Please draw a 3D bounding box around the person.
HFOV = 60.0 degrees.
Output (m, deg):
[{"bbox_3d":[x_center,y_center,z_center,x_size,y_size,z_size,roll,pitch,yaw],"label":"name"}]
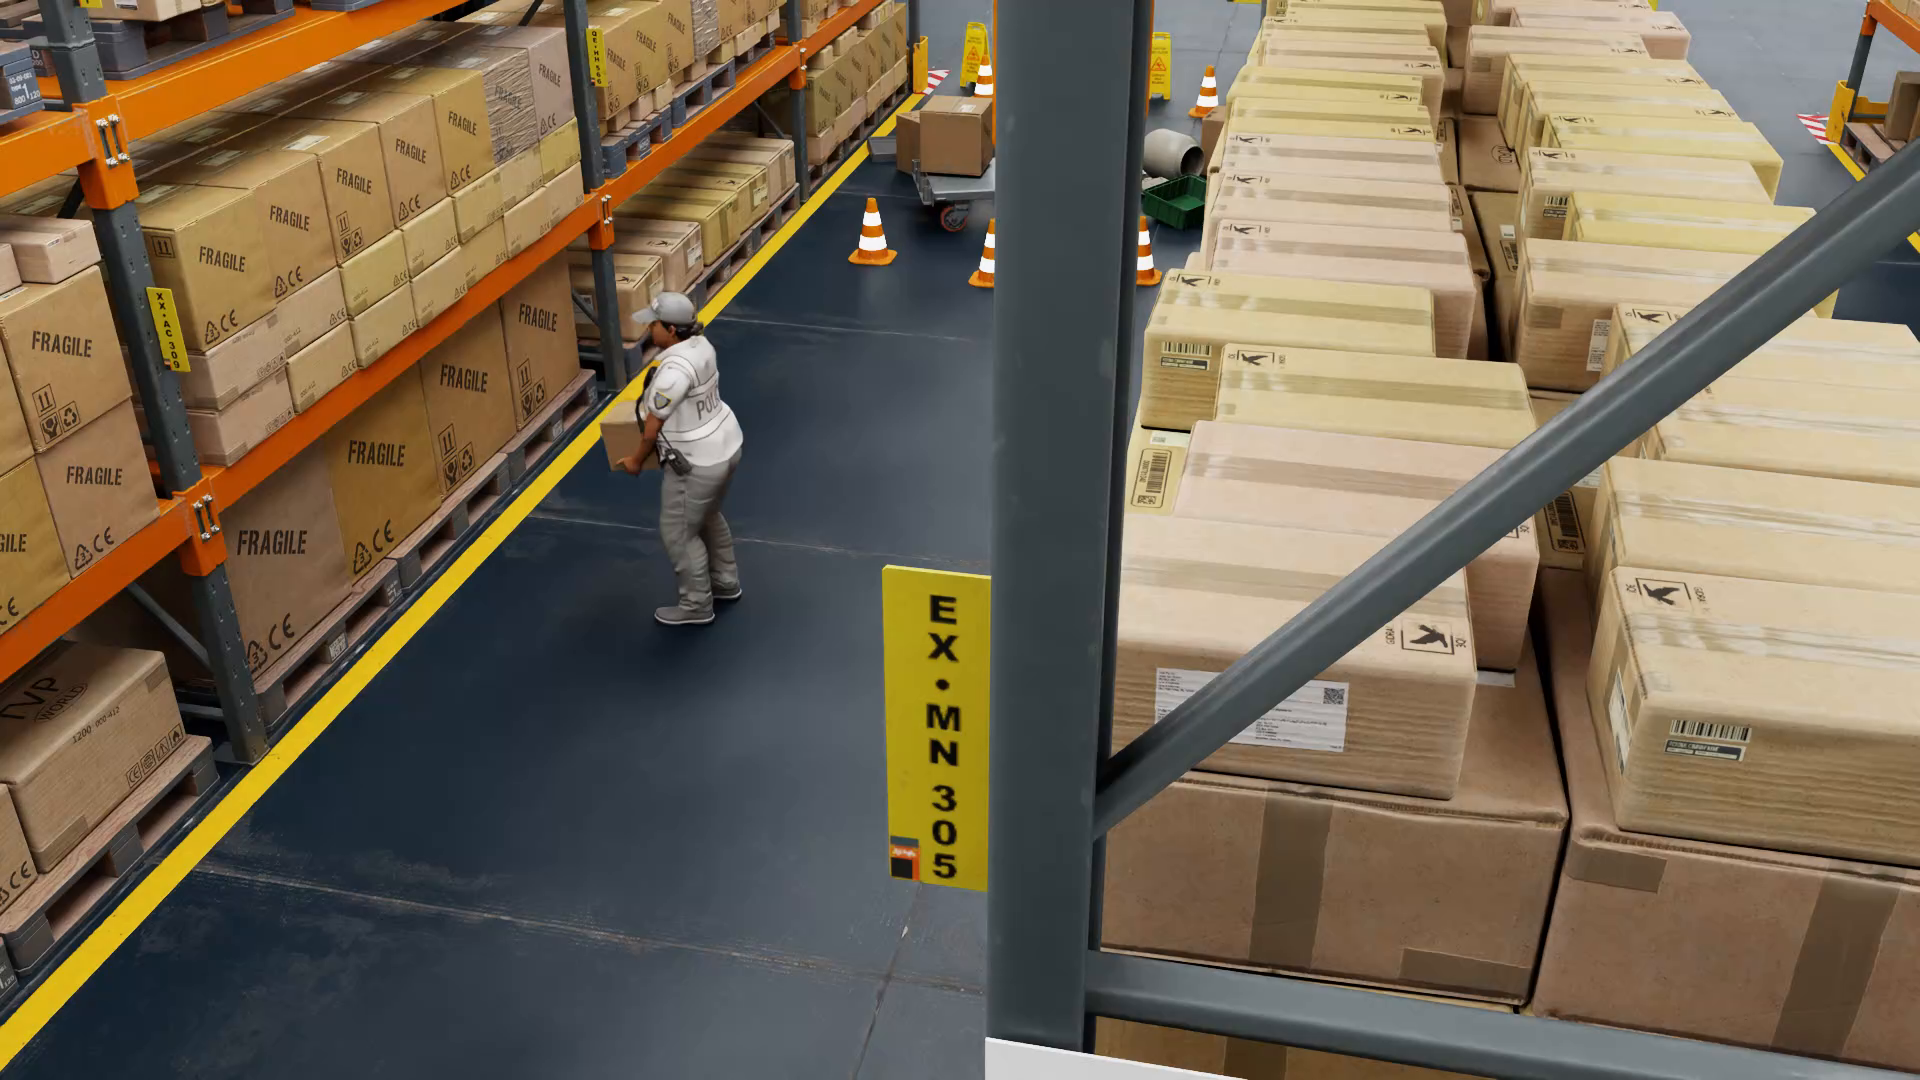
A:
[{"bbox_3d":[-1.312,-0.381,7.826,0.559,1.660,0.452,5,29,10],"label":"person"}]
